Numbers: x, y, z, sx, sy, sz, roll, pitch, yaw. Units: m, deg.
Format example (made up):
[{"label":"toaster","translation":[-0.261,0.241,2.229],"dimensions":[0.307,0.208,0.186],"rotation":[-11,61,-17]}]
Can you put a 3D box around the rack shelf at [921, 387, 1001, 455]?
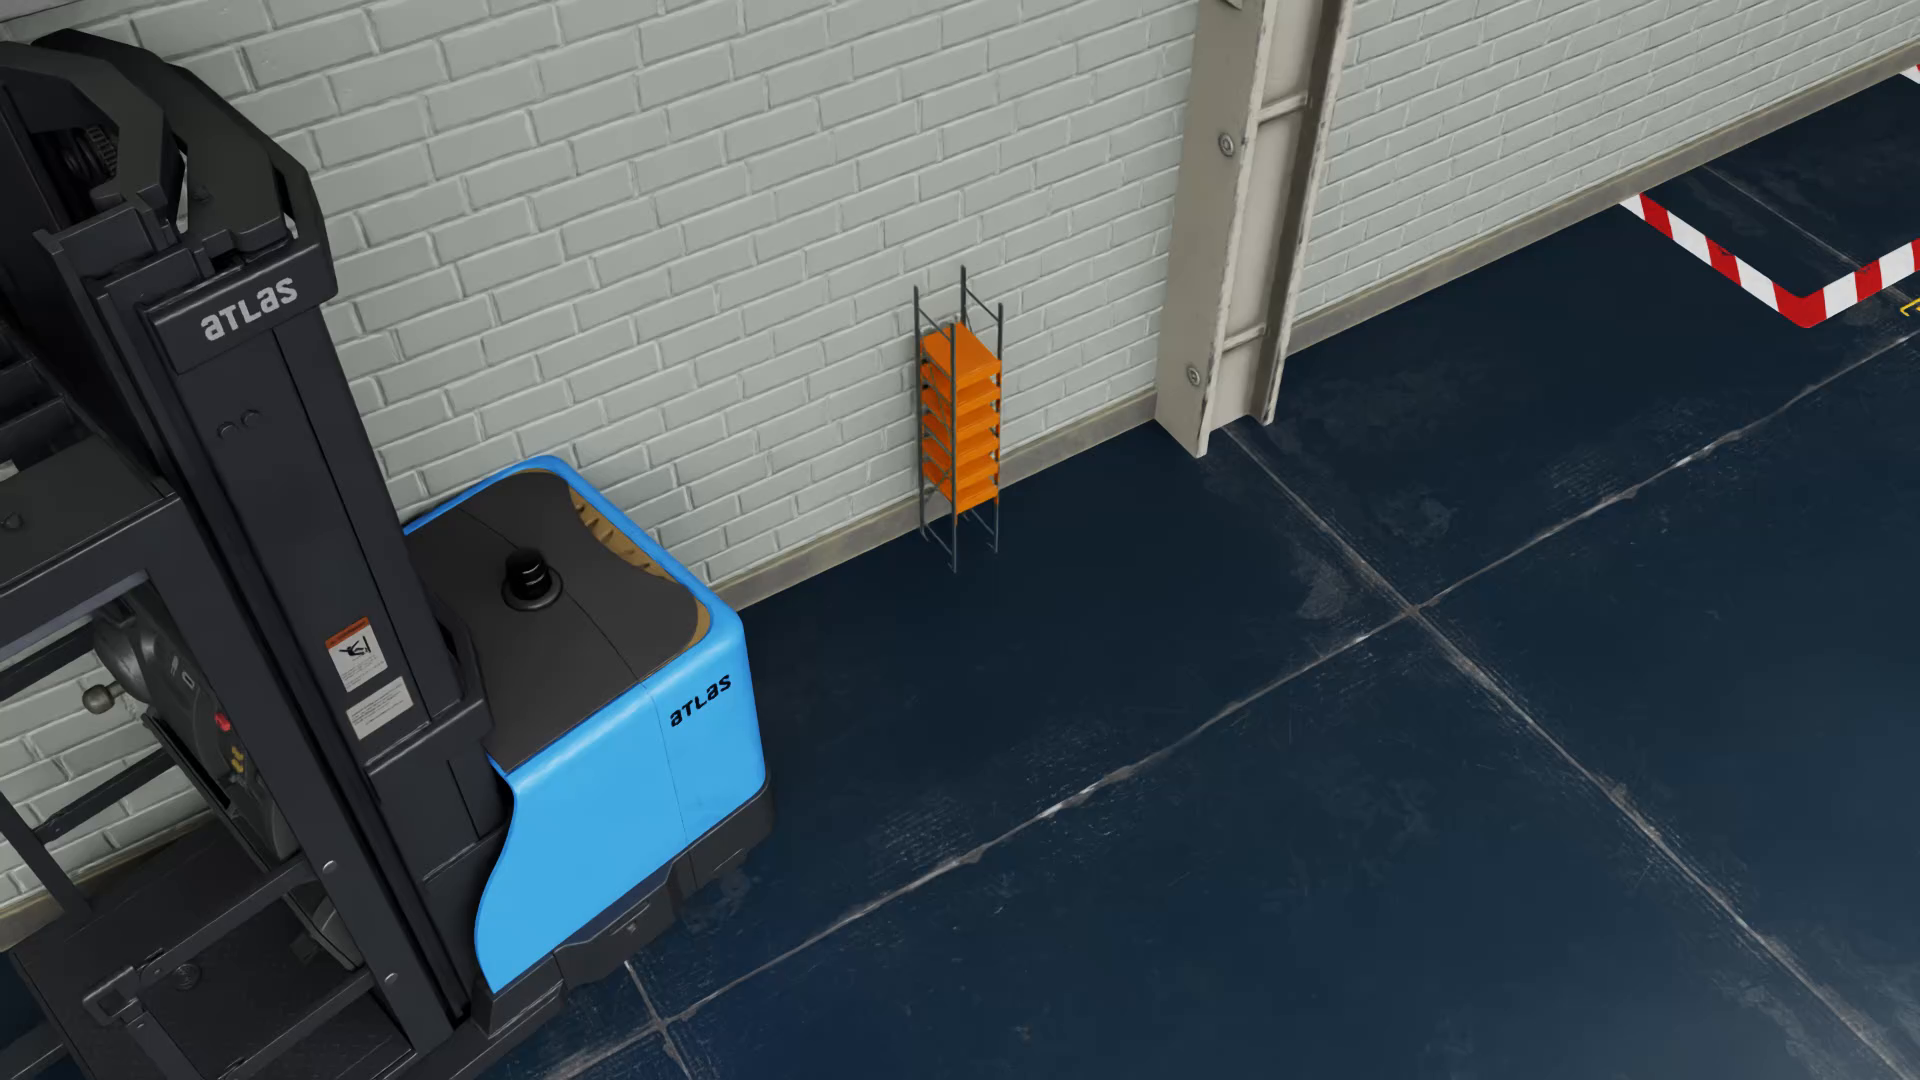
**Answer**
[{"label":"rack shelf","translation":[-0.005,-0.439,5.736],"dimensions":[0.180,0.103,0.258],"rotation":[-26,53,-21]}]

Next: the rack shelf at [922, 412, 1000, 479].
[{"label":"rack shelf","translation":[-0.005,-0.359,5.826],"dimensions":[0.180,0.103,0.258],"rotation":[-26,53,-21]}]

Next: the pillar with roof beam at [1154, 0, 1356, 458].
[{"label":"pillar with roof beam","translation":[3.310,-0.770,0.910],"dimensions":[0.400,9.000,9.100],"rotation":[-25,53,-21]}]

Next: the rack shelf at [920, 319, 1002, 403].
[{"label":"rack shelf","translation":[-0.005,-0.598,5.557],"dimensions":[0.180,0.103,0.258],"rotation":[-26,53,-21]}]

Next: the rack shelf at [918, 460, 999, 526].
[{"label":"rack shelf","translation":[-0.005,-0.199,6.005],"dimensions":[0.180,0.103,0.258],"rotation":[-26,53,-21]}]

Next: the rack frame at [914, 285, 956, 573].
[{"label":"rack frame","translation":[-0.082,-0.351,5.759],"dimensions":[0.006,1.200,0.240],"rotation":[-26,53,-21]}]

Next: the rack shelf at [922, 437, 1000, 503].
[{"label":"rack shelf","translation":[-0.005,-0.279,5.915],"dimensions":[0.180,0.103,0.258],"rotation":[-26,53,-21]}]

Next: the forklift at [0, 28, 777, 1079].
[{"label":"forklift","translation":[-1.997,0.476,3.863],"dimensions":[3.031,2.935,1.130],"rotation":[-36,57,-28]}]

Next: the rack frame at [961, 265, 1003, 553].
[{"label":"rack frame","translation":[0.071,-0.426,5.826],"dimensions":[0.006,1.200,0.240],"rotation":[-26,53,-21]}]

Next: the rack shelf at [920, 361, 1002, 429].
[{"label":"rack shelf","translation":[-0.005,-0.519,5.647],"dimensions":[0.180,0.103,0.258],"rotation":[-26,53,-21]}]

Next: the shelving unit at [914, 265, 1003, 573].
[{"label":"shelving unit","translation":[-0.005,-0.389,5.793],"dimensions":[0.189,1.200,0.258],"rotation":[-26,53,-21]}]
